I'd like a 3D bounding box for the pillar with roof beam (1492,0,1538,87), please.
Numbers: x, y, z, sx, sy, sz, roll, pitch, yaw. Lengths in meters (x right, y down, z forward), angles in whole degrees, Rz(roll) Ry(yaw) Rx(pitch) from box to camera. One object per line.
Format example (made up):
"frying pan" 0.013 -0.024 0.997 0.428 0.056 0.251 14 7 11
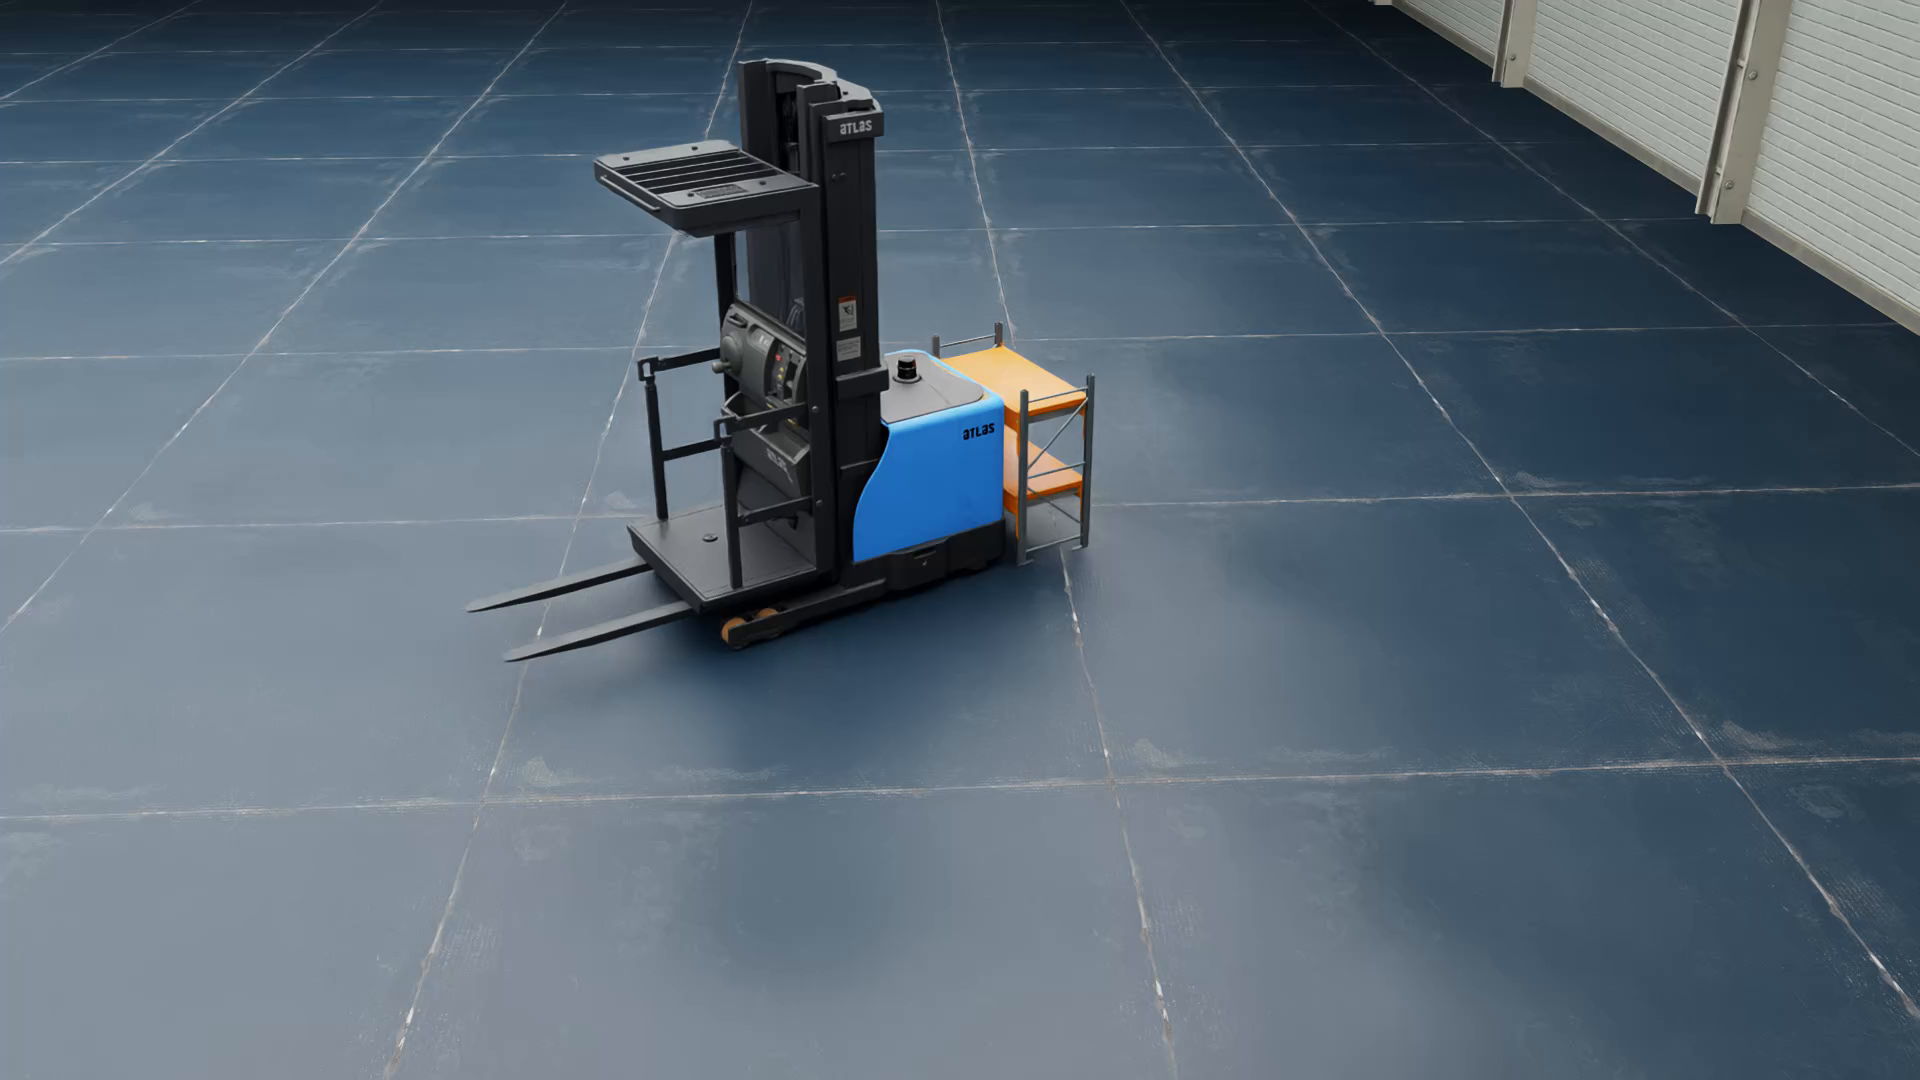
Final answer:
"pillar with roof beam" 2.829 -9.816 19.340 9.100 9.000 0.400 -1 28 -3

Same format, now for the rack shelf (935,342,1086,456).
"rack shelf" 0.305 -0.869 10.066 0.538 0.278 1.000 -15 31 -27

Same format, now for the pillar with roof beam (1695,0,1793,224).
"pillar with roof beam" 3.142 -7.045 14.027 9.100 9.000 0.400 -1 28 -3

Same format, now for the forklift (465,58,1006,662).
"forklift" -1.248 -0.983 8.965 3.031 2.935 1.130 -16 32 -29

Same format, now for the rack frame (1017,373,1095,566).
"rack frame" 0.564 -0.407 9.813 0.500 1.125 0.032 -15 31 -27

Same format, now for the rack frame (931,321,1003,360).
"rack frame" 0.046 -0.811 10.589 0.500 1.125 0.032 -15 31 -27

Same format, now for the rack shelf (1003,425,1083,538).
"rack shelf" 0.305 -0.392 10.314 0.538 0.278 1.000 -15 31 -27

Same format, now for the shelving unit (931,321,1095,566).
"shelving unit" 0.305 -0.609 10.201 0.538 1.125 1.048 -15 31 -27

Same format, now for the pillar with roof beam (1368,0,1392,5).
"pillar with roof beam" 2.516 -12.587 24.652 9.100 9.000 0.400 -1 28 -3
